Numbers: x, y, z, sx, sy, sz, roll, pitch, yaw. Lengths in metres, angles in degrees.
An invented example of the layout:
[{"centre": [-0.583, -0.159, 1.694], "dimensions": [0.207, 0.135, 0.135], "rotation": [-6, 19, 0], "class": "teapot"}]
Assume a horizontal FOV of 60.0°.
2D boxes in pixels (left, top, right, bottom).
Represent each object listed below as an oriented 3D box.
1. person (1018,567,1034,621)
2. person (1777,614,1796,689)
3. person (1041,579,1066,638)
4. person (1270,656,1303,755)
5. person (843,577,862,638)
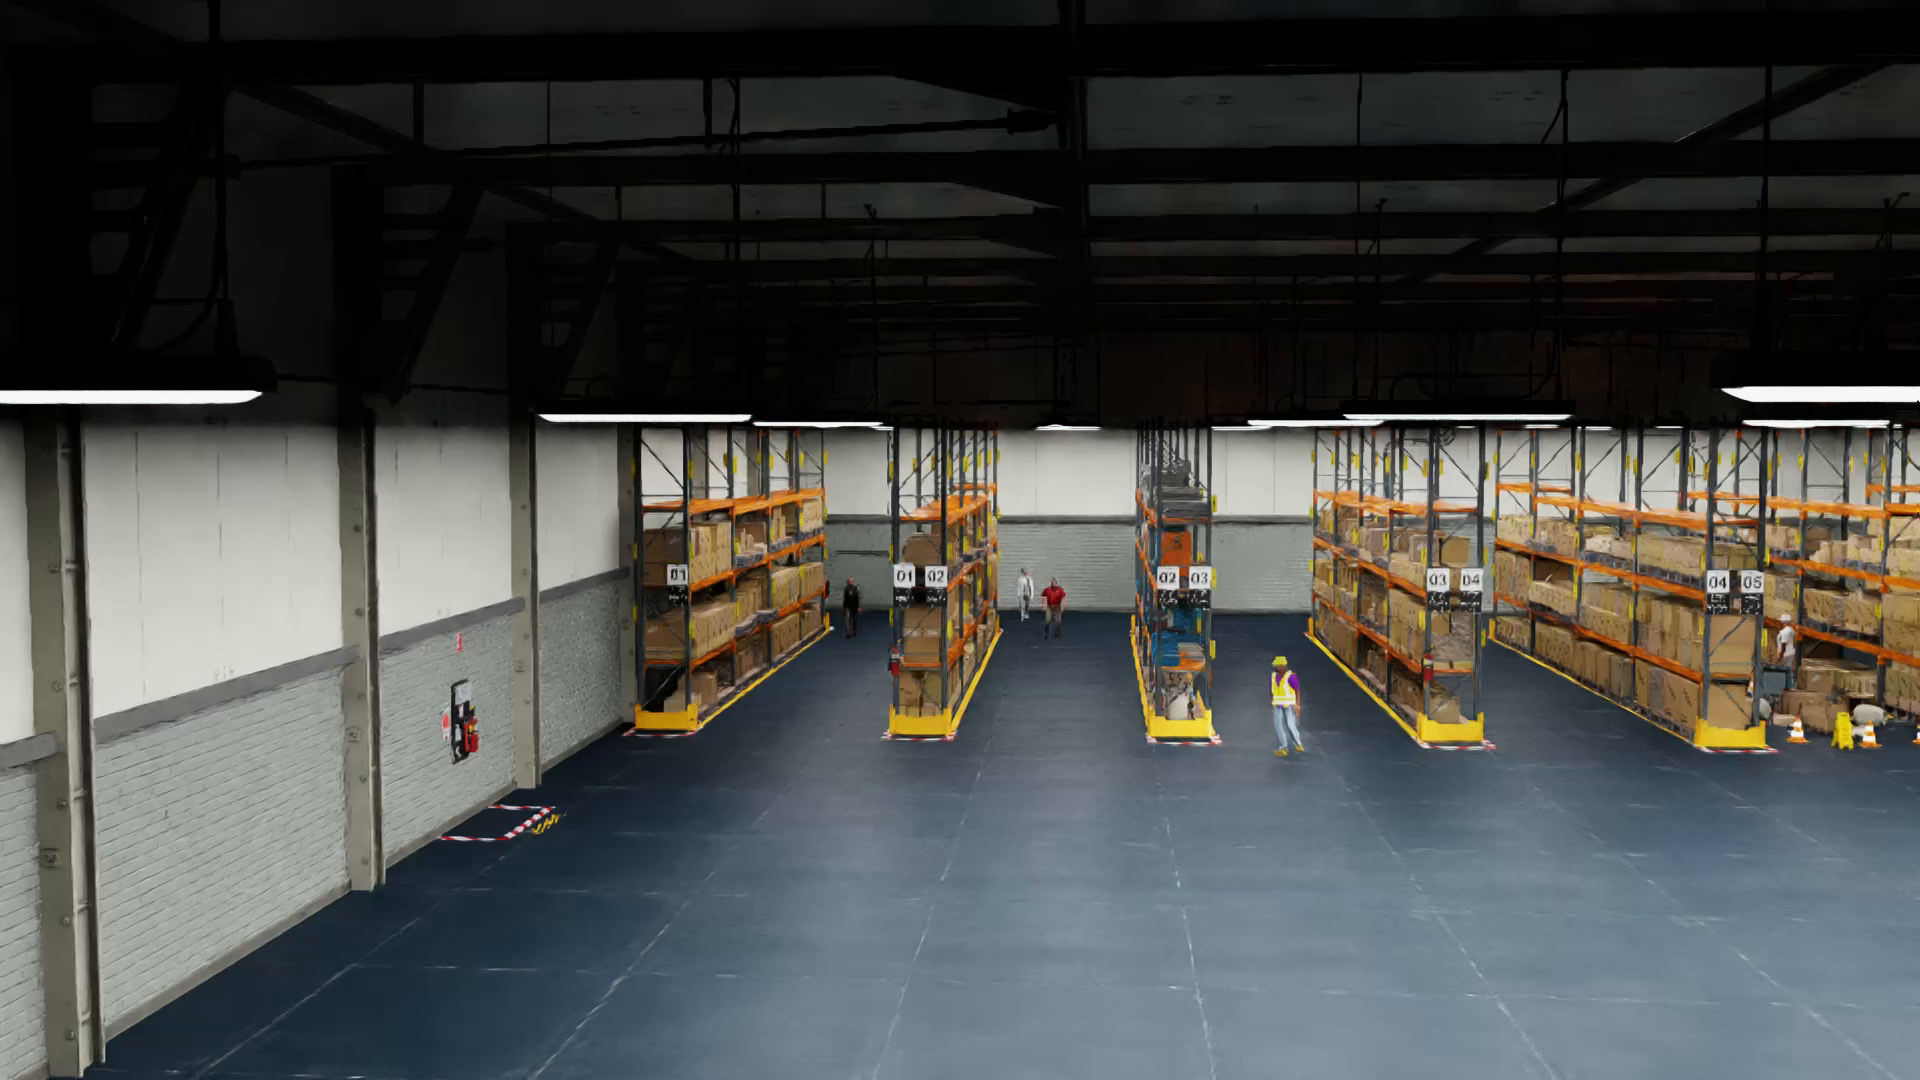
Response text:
[{"centre": [1.990, 1.621, 50.327], "dimensions": [0.500, 1.619, 0.998], "rotation": [0, 4, 3], "class": "person"}, {"centre": [17.793, 2.481, 35.937], "dimensions": [0.579, 1.763, 0.676], "rotation": [2, 4, 31], "class": "person"}, {"centre": [2.586, 1.889, 45.999], "dimensions": [0.682, 1.675, 0.531], "rotation": [0, 4, 2], "class": "person"}, {"centre": [5.791, 2.922, 29.528], "dimensions": [0.611, 1.753, 0.582], "rotation": [3, 5, 41], "class": "person"}, {"centre": [-2.996, 1.867, 46.302], "dimensions": [0.555, 1.673, 1.030], "rotation": [0, 4, 4], "class": "person"}]
